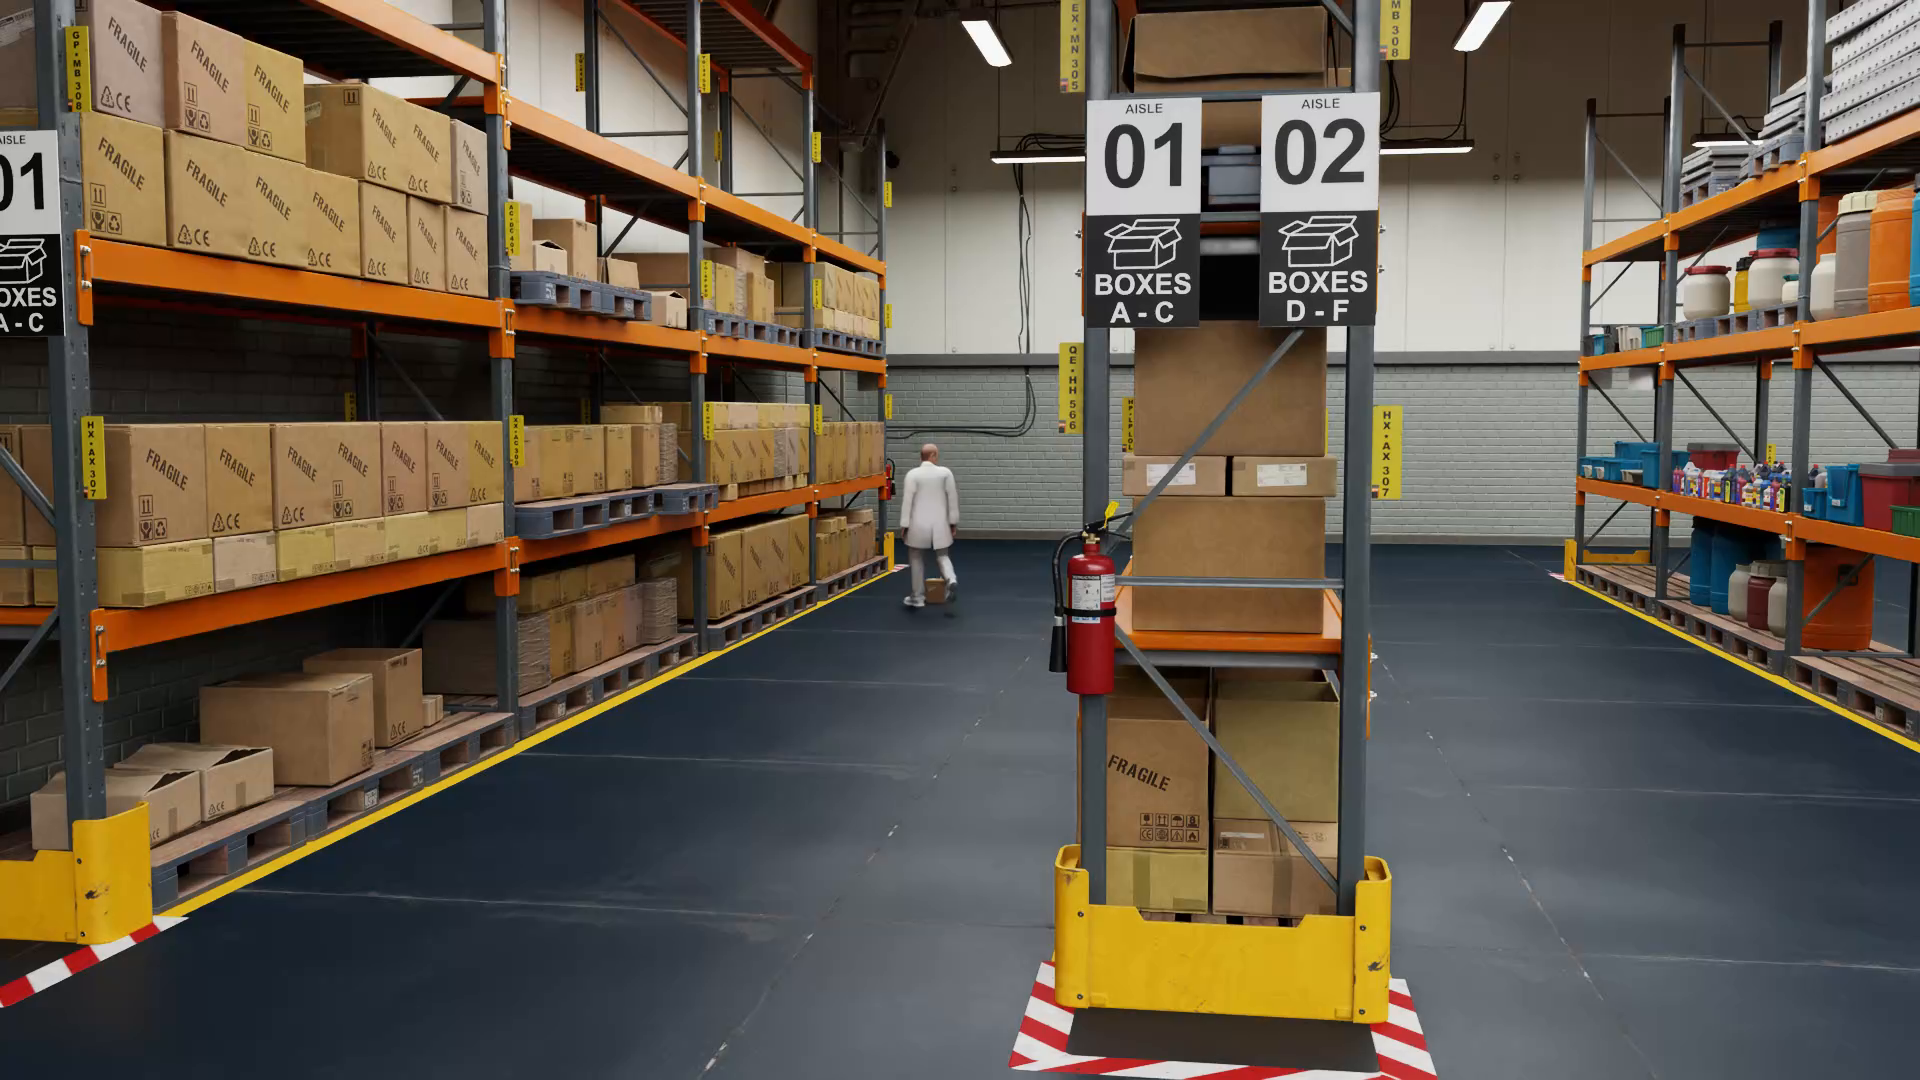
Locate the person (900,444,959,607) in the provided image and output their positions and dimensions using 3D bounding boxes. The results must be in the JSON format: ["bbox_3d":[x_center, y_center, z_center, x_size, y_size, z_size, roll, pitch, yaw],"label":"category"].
[{"bbox_3d":[-0.323,-0.154,17.880,0.645,1.762,0.743,-1,5,-15],"label":"person"}]
